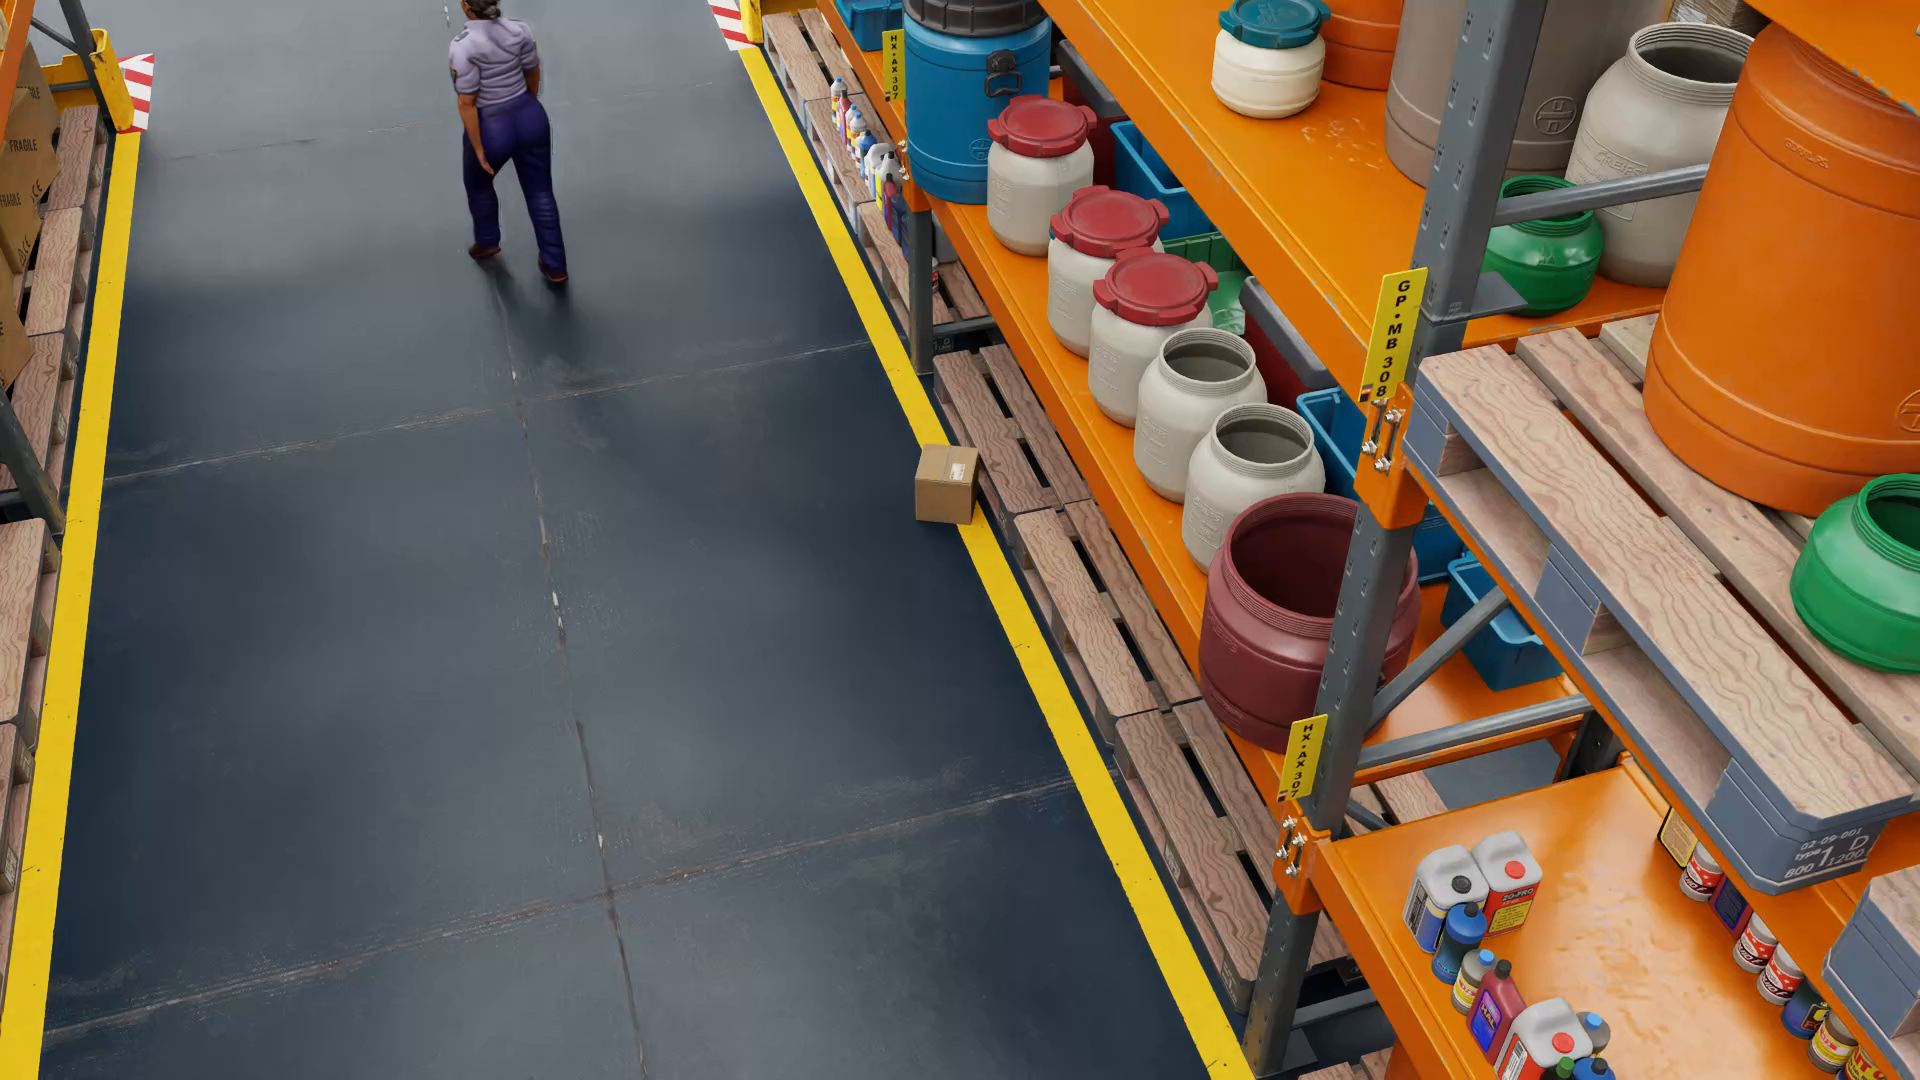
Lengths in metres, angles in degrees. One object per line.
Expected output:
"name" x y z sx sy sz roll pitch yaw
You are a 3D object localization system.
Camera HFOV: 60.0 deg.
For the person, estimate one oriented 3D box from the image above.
"person" -2.335 -2.092 8.472 0.498 1.691 0.718 -27 49 -27
